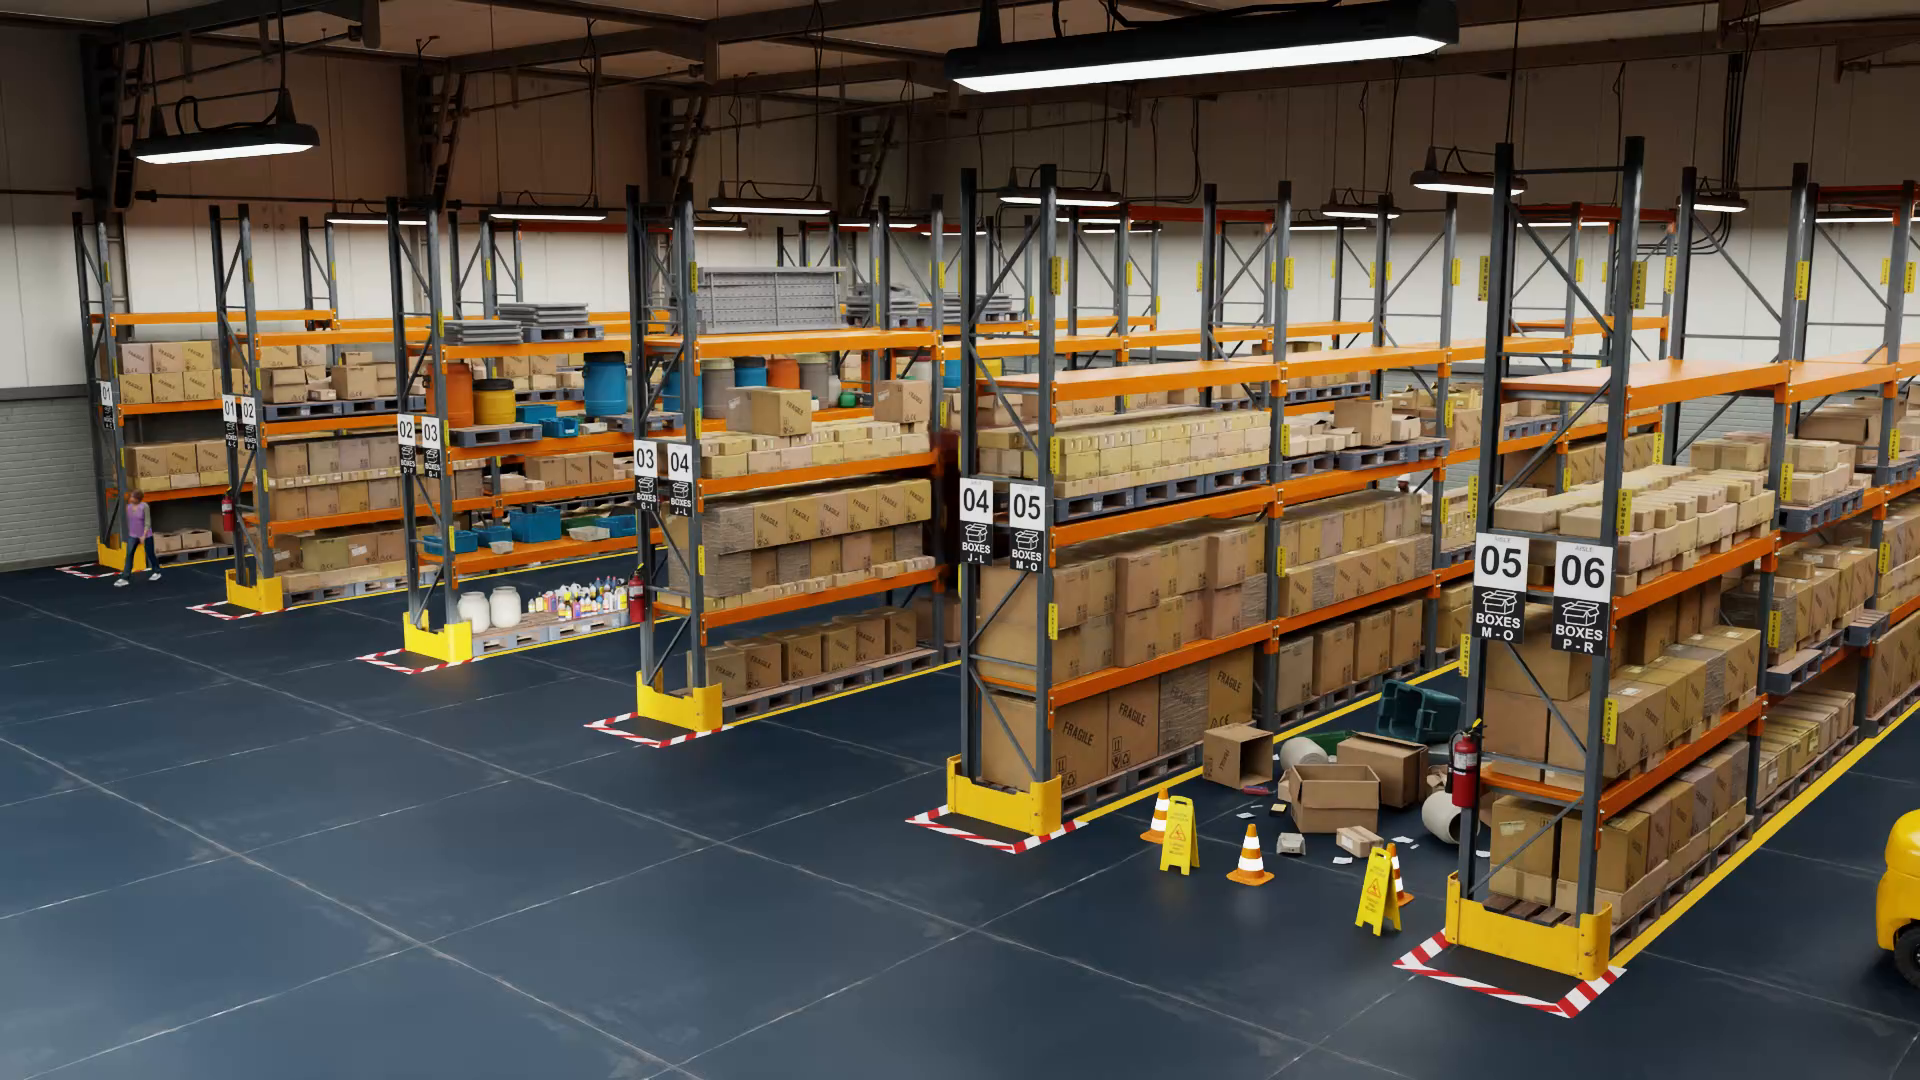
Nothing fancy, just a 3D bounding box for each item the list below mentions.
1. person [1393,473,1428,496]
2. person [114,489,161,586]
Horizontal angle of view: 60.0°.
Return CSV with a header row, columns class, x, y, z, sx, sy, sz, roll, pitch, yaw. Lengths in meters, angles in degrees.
class,x,y,z,sx,sy,sz,roll,pitch,yaw
person,7.640,-0.336,28.275,0.721,1.659,0.733,-8,12,-40
person,-13.264,-0.059,26.812,0.447,1.542,0.951,0,9,0
